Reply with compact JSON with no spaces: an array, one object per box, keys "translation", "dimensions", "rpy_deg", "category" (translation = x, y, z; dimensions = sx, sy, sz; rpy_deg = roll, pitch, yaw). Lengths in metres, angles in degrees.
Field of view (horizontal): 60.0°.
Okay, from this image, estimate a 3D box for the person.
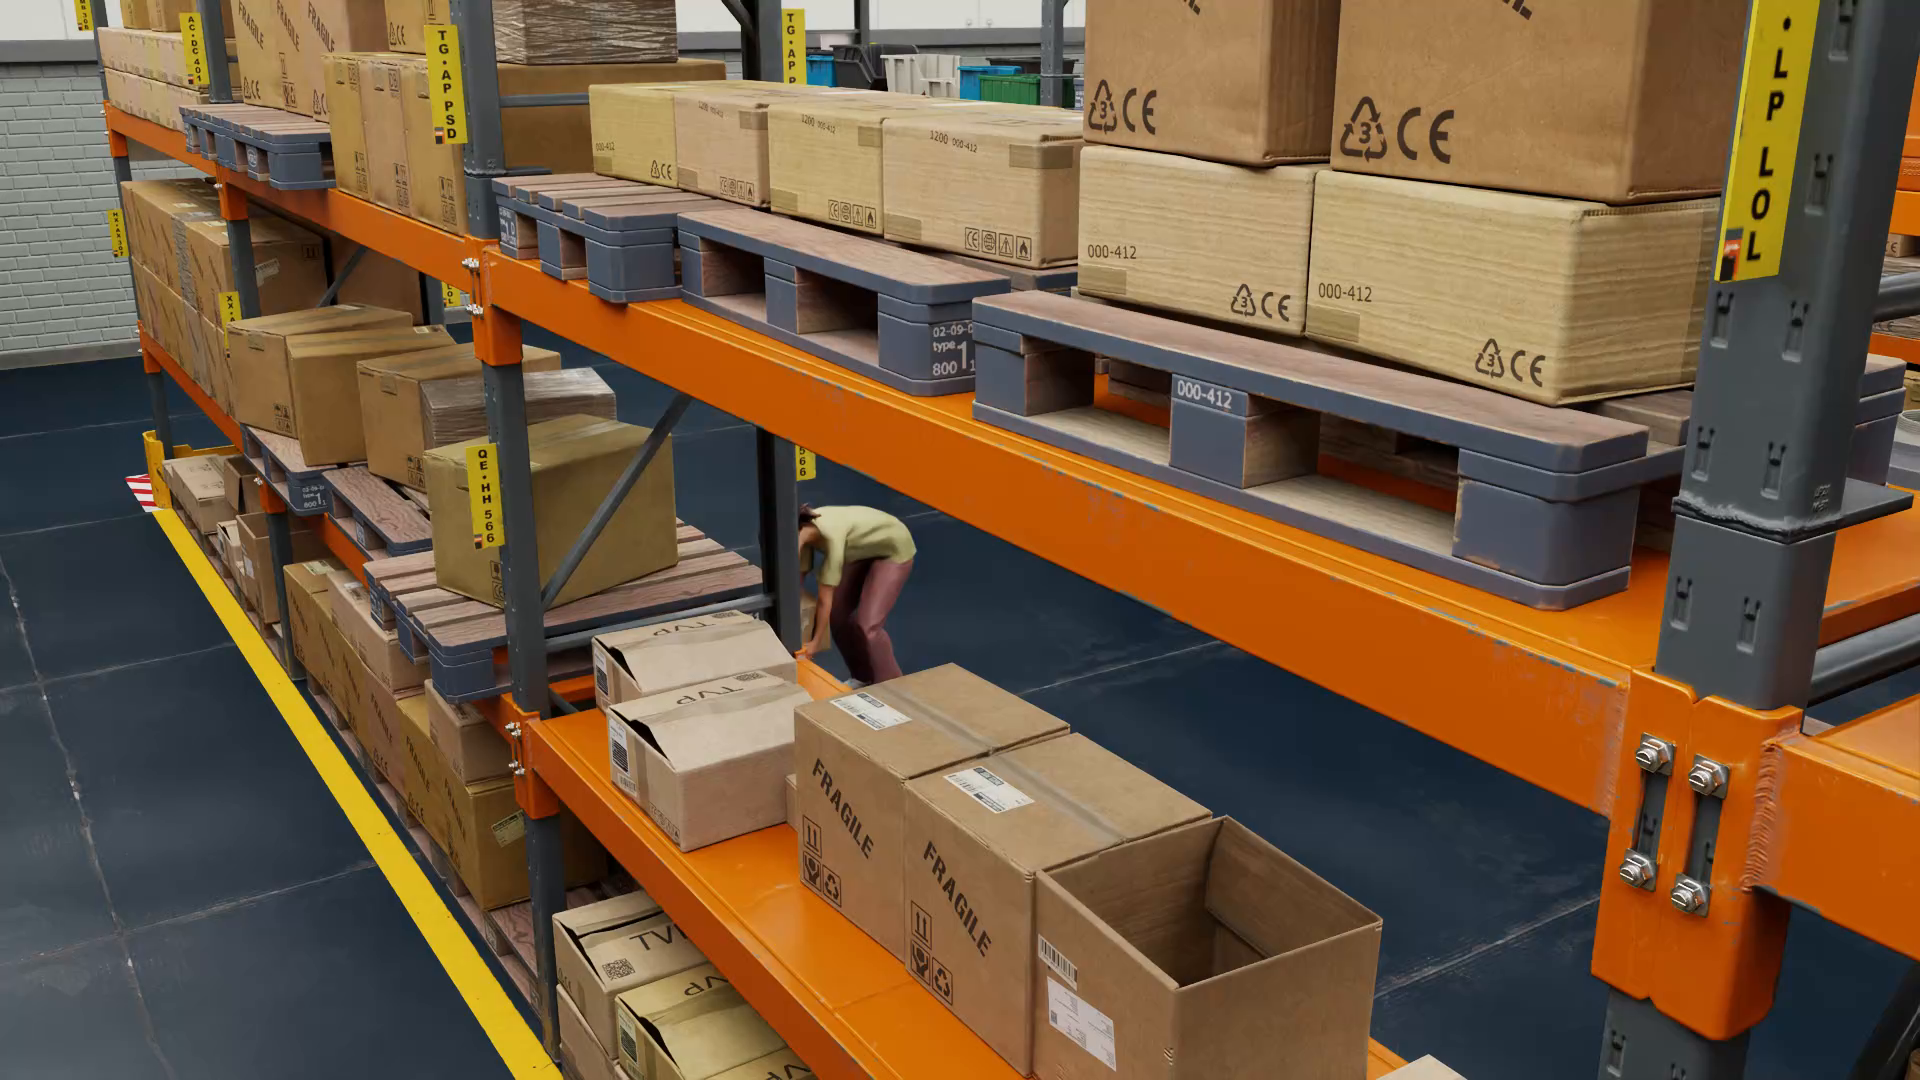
[{"translation":[-0.621,0.329,8.431],"dimensions":[0.854,1.131,0.447],"rpy_deg":[-13,22,-34],"category":"person"}]
